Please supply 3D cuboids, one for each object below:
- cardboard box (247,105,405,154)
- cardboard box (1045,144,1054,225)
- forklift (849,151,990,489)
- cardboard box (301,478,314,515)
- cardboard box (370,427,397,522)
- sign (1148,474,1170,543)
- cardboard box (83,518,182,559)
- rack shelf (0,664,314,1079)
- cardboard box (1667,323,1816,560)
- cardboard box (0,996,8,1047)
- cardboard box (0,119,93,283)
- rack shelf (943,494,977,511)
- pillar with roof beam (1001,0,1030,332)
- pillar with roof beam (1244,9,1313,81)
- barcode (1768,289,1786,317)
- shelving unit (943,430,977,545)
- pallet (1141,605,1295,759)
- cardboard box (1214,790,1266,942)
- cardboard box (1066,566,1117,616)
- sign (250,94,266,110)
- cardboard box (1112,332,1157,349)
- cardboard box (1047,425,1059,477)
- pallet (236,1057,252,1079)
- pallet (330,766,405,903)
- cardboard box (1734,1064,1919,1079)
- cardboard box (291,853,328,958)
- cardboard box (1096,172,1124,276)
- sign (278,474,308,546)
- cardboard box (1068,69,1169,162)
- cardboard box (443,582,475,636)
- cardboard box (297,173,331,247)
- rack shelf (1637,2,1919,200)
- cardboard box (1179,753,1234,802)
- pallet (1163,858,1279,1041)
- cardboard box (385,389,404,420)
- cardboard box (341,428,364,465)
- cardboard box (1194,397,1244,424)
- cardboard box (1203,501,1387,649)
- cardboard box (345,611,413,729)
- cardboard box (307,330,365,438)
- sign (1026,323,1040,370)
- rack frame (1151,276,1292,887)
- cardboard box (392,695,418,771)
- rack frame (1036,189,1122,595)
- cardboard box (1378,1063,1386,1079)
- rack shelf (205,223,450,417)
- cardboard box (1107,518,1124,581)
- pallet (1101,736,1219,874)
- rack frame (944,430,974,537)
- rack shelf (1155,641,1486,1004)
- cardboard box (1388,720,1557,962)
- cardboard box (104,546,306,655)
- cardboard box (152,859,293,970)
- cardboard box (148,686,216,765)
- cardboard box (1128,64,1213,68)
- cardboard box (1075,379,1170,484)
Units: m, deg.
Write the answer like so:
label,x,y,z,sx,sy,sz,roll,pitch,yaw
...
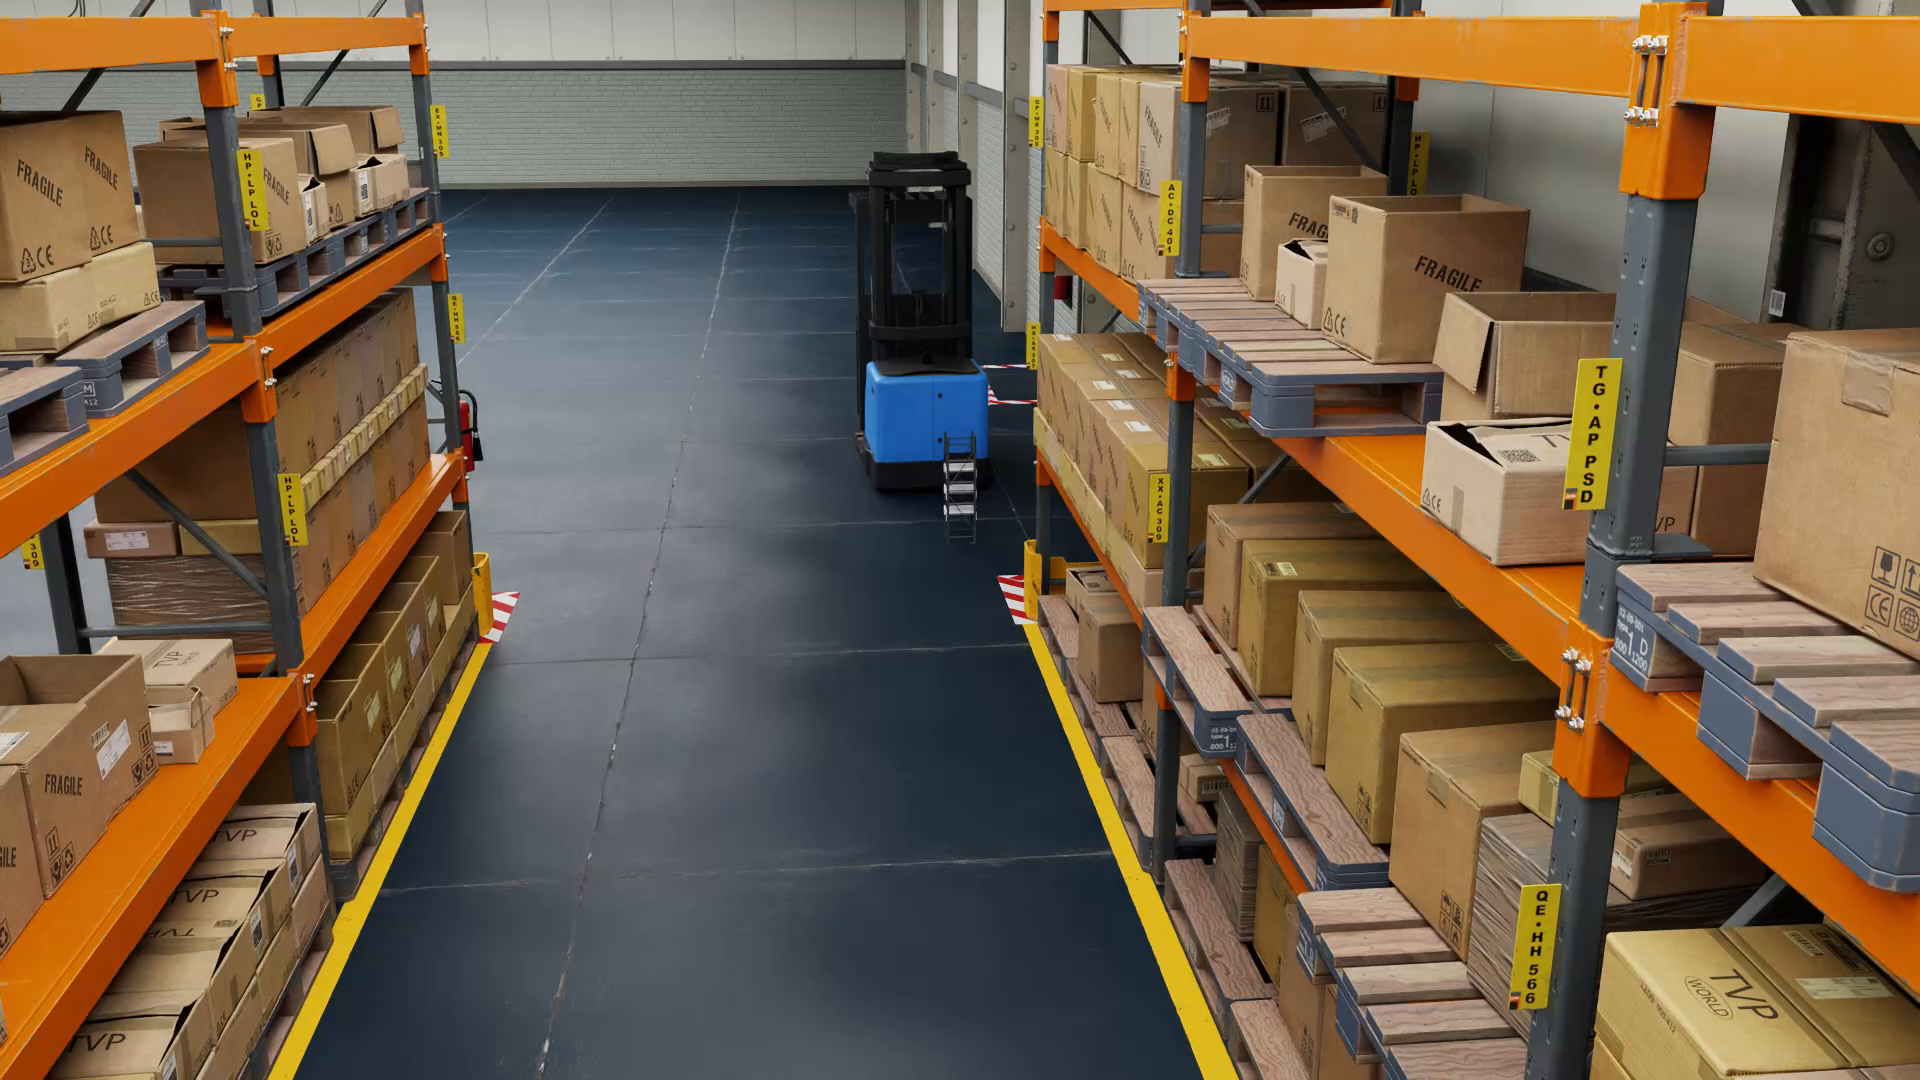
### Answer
label,x,y,z,sx,sy,sz,roll,pitch,yaw
cardboard box,-3.822,-2.365,10.087,0.797,0.503,0.637,-1,17,-2
cardboard box,0.835,-2.324,10.863,0.500,0.500,0.500,-1,17,-4
forklift,-0.465,-2.255,15.966,1.130,2.935,3.031,-3,18,-8
cardboard box,-3.354,-0.192,8.031,0.380,0.149,0.250,-2,18,-7
cardboard box,-3.738,-0.393,9.753,0.700,0.500,0.500,-2,18,-5
sign,0.923,-0.145,7.686,0.100,0.325,0.005,-2,18,-6
cardboard box,-3.706,-0.029,7.510,0.380,0.149,0.250,-2,18,-6
rack shelf,-3.259,1.342,5.595,1.077,0.370,4.000,-2,18,-6
cardboard box,2.029,-0.269,4.319,0.500,0.500,0.500,-2,18,-6
cardboard box,-2.952,1.365,4.471,0.500,0.311,0.500,-2,18,-6
cardboard box,-3.359,-1.161,5.656,0.500,0.500,0.500,0,17,0
rack shelf,0.001,-0.309,13.572,0.258,0.077,0.200,-2,18,-6
pillar with roof beam,-3.538,-7.066,21.159,9.100,9.000,0.400,-2,18,-6
pillar with roof beam,-2.300,-3.490,9.771,9.100,9.000,0.400,-2,18,-6
barcode,2.273,-0.660,4.627,0.001,0.075,0.075,-2,18,-6
shelving unit,0.001,-0.427,13.535,0.258,0.900,0.210,-2,18,-6
pallet,1.396,0.573,7.166,1.003,0.211,1.213,-2,18,-6
cardboard box,1.555,1.450,7.488,0.700,0.500,0.500,-1,17,-4
cardboard box,1.031,0.339,11.344,0.500,0.311,0.500,-4,18,-12
sign,-4.430,-2.659,10.541,0.100,0.325,0.005,-2,18,-6
cardboard box,1.310,-1.105,11.153,0.500,0.500,0.500,-2,18,-6
cardboard box,0.852,-0.571,10.706,0.500,0.250,0.500,-2,18,-7
pallet,-3.221,2.316,5.947,1.003,0.211,1.213,-2,18,-6
pallet,-3.505,1.495,8.562,1.003,0.211,1.213,-2,18,-6
cardboard box,1.721,1.187,2.940,0.500,0.250,0.500,-2,18,-6
cardboard box,-3.134,1.629,7.370,0.500,0.250,0.500,-2,18,-6
cardboard box,1.030,-1.697,8.868,0.500,0.500,0.500,-2,18,-8
sign,-2.926,-0.131,7.287,0.100,0.325,0.005,-2,18,-6
cardboard box,0.913,-2.483,9.700,0.500,0.500,0.500,-1,17,-4
cardboard box,-3.528,0.473,11.051,0.500,0.250,0.500,-2,18,-6
cardboard box,-3.310,-1.572,7.882,0.500,0.311,0.500,-3,18,-9
rack shelf,2.081,-0.292,1.452,1.077,0.370,4.000,-2,18,-6
cardboard box,1.377,1.232,8.740,0.380,0.166,0.250,-4,18,-13
pallet,1.544,1.811,7.556,1.003,0.211,1.213,-2,18,-6
cardboard box,-3.570,-0.809,9.996,0.380,0.149,0.250,-2,17,-5
cardboard box,-3.463,-0.502,9.017,0.380,0.149,0.250,-2,18,-6
cardboard box,1.526,-0.496,9.215,0.500,0.500,0.500,-1,17,-4
cardboard box,1.481,0.144,7.309,0.700,0.500,0.500,-2,18,-5
cardboard box,-3.304,0.711,9.042,0.500,0.500,0.500,-2,18,-6
cardboard box,-3.672,-0.844,9.026,0.700,0.500,0.500,-2,18,-6
sign,0.510,-1.339,11.489,0.100,0.325,0.005,-2,18,-6
rack frame,1.462,0.249,7.877,1.000,3.000,0.127,-2,18,-6
cardboard box,-3.304,1.069,9.154,0.500,0.250,0.500,-2,18,-6
rack frame,1.050,-0.943,11.673,1.000,3.000,0.127,-2,18,-6
cardboard box,1.811,2.053,5.568,0.700,0.500,0.500,-2,18,-6
rack shelf,-3.671,-1.281,8.942,1.077,0.370,4.000,-2,18,-6
cardboard box,1.069,0.030,8.789,0.500,0.250,0.500,-2,18,-5
pallet,1.358,1.380,8.928,1.003,0.211,1.213,-2,18,-6
rack frame,-0.010,-0.457,13.631,0.240,0.900,0.006,-2,18,-6
rack shelf,1.668,1.188,6.086,1.077,0.370,4.000,-2,18,-6
cardboard box,1.732,0.878,4.972,0.700,0.500,0.500,-3,18,-11
cardboard box,-3.517,0.223,7.791,0.700,0.500,0.500,-2,18,-7
cardboard box,-3.078,1.514,6.801,0.500,0.311,0.500,-1,17,-4
cardboard box,-3.191,0.723,6.589,0.396,0.266,0.258,-2,18,-7
cardboard box,1.354,-2.788,10.672,0.500,0.500,0.500,-1,17,-3
cardboard box,0.953,-0.632,9.647,0.500,0.500,0.500,-1,17,-4
